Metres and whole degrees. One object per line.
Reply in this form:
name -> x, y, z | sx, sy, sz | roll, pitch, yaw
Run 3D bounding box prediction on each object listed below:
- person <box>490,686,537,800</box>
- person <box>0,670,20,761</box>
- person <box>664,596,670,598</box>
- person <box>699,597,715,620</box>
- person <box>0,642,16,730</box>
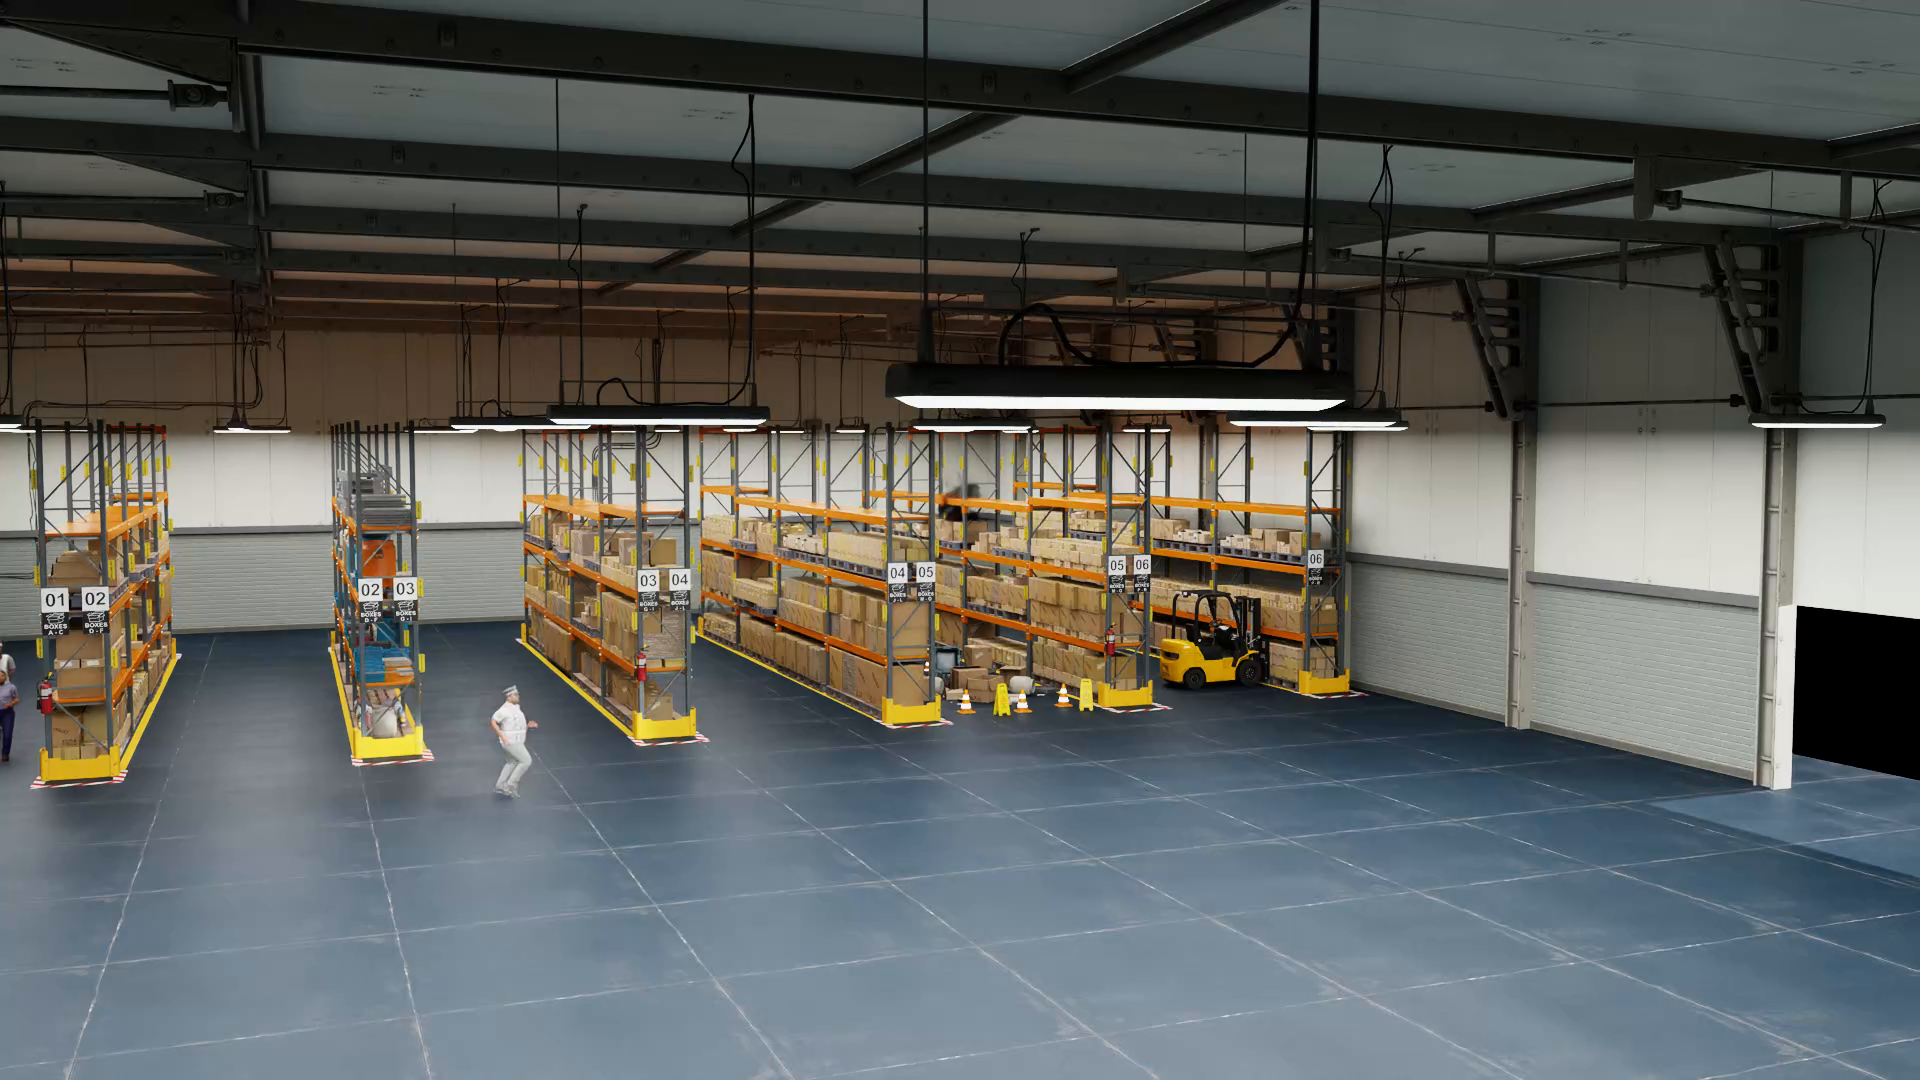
person -> -7.040, 3.201, 26.303 | 0.710, 1.803, 0.638 | 0, 4, -2
person -> -16.827, 3.096, 29.171 | 0.592, 1.597, 0.583 | -2, 4, -30
person -> -8.554, 1.933, 47.799 | 0.626, 1.648, 0.708 | 2, 4, 29
person -> -7.504, 1.818, 49.485 | 0.554, 1.645, 0.670 | 1, 4, 12
person -> -18.568, 2.853, 32.050 | 0.660, 1.823, 0.629 | -2, 4, -28
